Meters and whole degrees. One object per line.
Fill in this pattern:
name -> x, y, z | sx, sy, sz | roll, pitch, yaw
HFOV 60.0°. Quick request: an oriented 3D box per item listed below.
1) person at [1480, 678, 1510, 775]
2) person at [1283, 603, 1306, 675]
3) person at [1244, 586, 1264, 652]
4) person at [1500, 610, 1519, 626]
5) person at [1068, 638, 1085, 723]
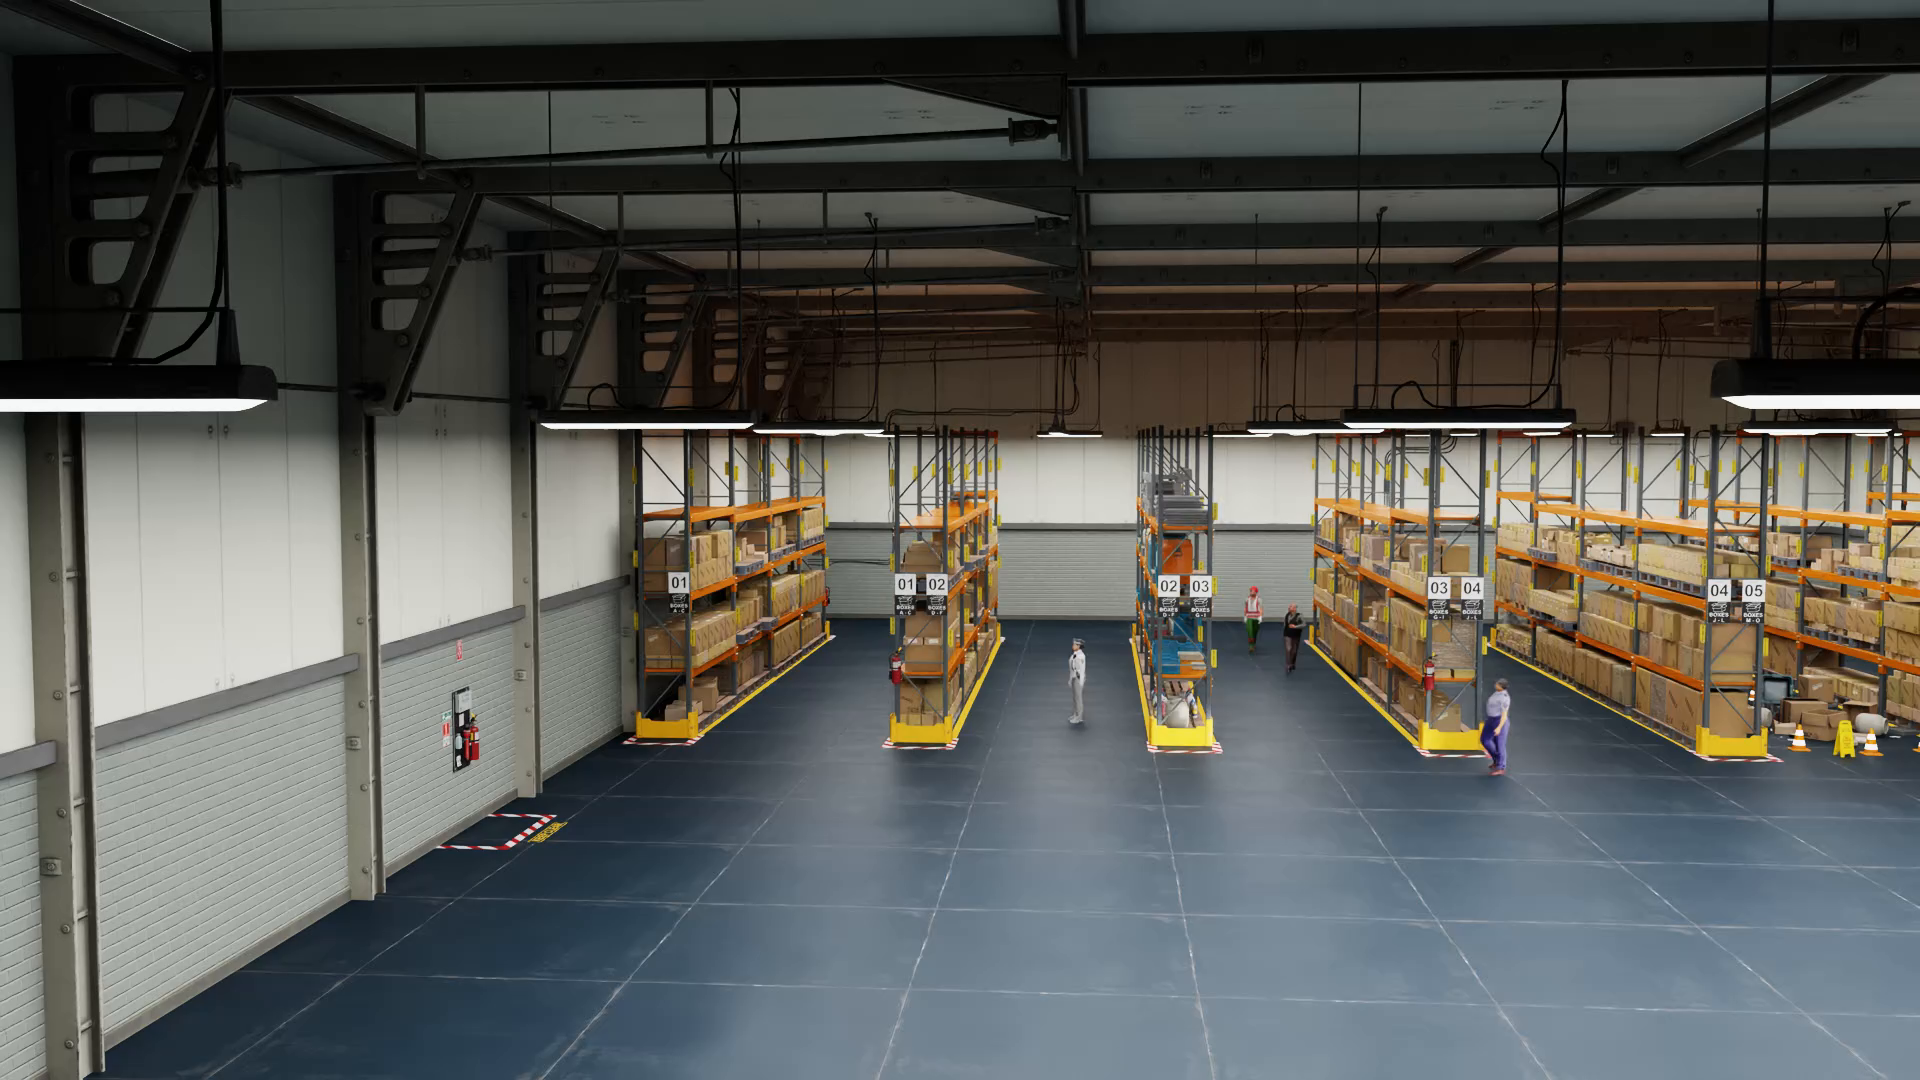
person -> 9.226, 3.176, 28.589 | 0.464, 1.648, 0.583 | -1, 4, -14
person -> 8.188, 2.388, 40.736 | 0.557, 1.695, 0.995 | 0, 3, 8
person -> 7.970, 2.128, 45.036 | 0.495, 1.735, 1.051 | 0, 3, 2
person -> 15.708, 2.054, 47.432 | 0.986, 1.595, 0.639 | 1, 4, 22
person -> 2.366, 2.846, 33.881 | 0.377, 1.703, 0.509 | -1, 3, -11
